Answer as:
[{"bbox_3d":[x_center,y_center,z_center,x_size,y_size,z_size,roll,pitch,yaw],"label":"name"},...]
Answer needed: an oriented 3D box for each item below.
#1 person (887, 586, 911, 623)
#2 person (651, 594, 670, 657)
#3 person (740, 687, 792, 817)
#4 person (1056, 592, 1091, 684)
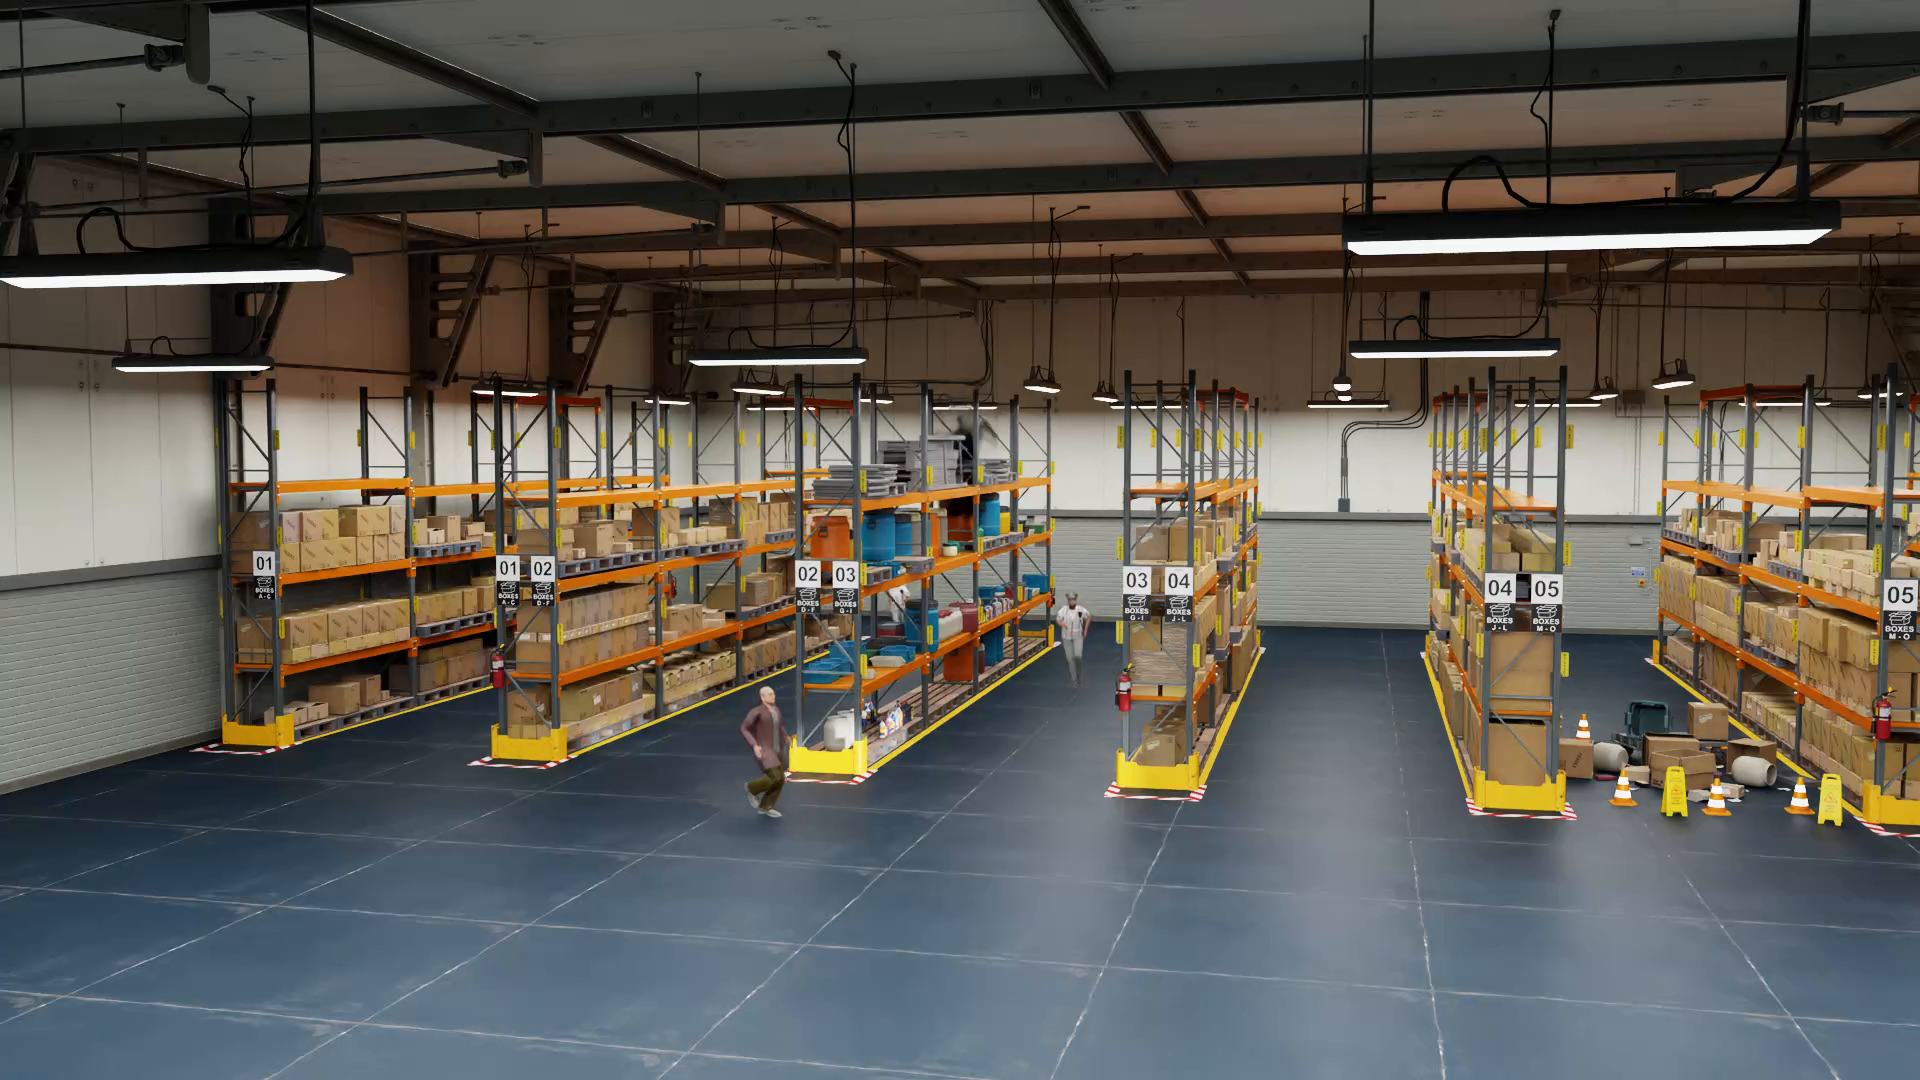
[{"bbox_3d":[-1.507,1.737,41.122,0.619,1.645,0.760,0,3,8],"label":"person"},{"bbox_3d":[-6.299,2.076,35.276,0.638,1.704,0.777,1,4,15],"label":"person"},{"bbox_3d":[-2.542,2.815,22.115,0.635,1.735,0.708,2,4,34],"label":"person"},{"bbox_3d":[2.196,1.913,32.365,0.658,1.810,0.677,1,3,9],"label":"person"}]
